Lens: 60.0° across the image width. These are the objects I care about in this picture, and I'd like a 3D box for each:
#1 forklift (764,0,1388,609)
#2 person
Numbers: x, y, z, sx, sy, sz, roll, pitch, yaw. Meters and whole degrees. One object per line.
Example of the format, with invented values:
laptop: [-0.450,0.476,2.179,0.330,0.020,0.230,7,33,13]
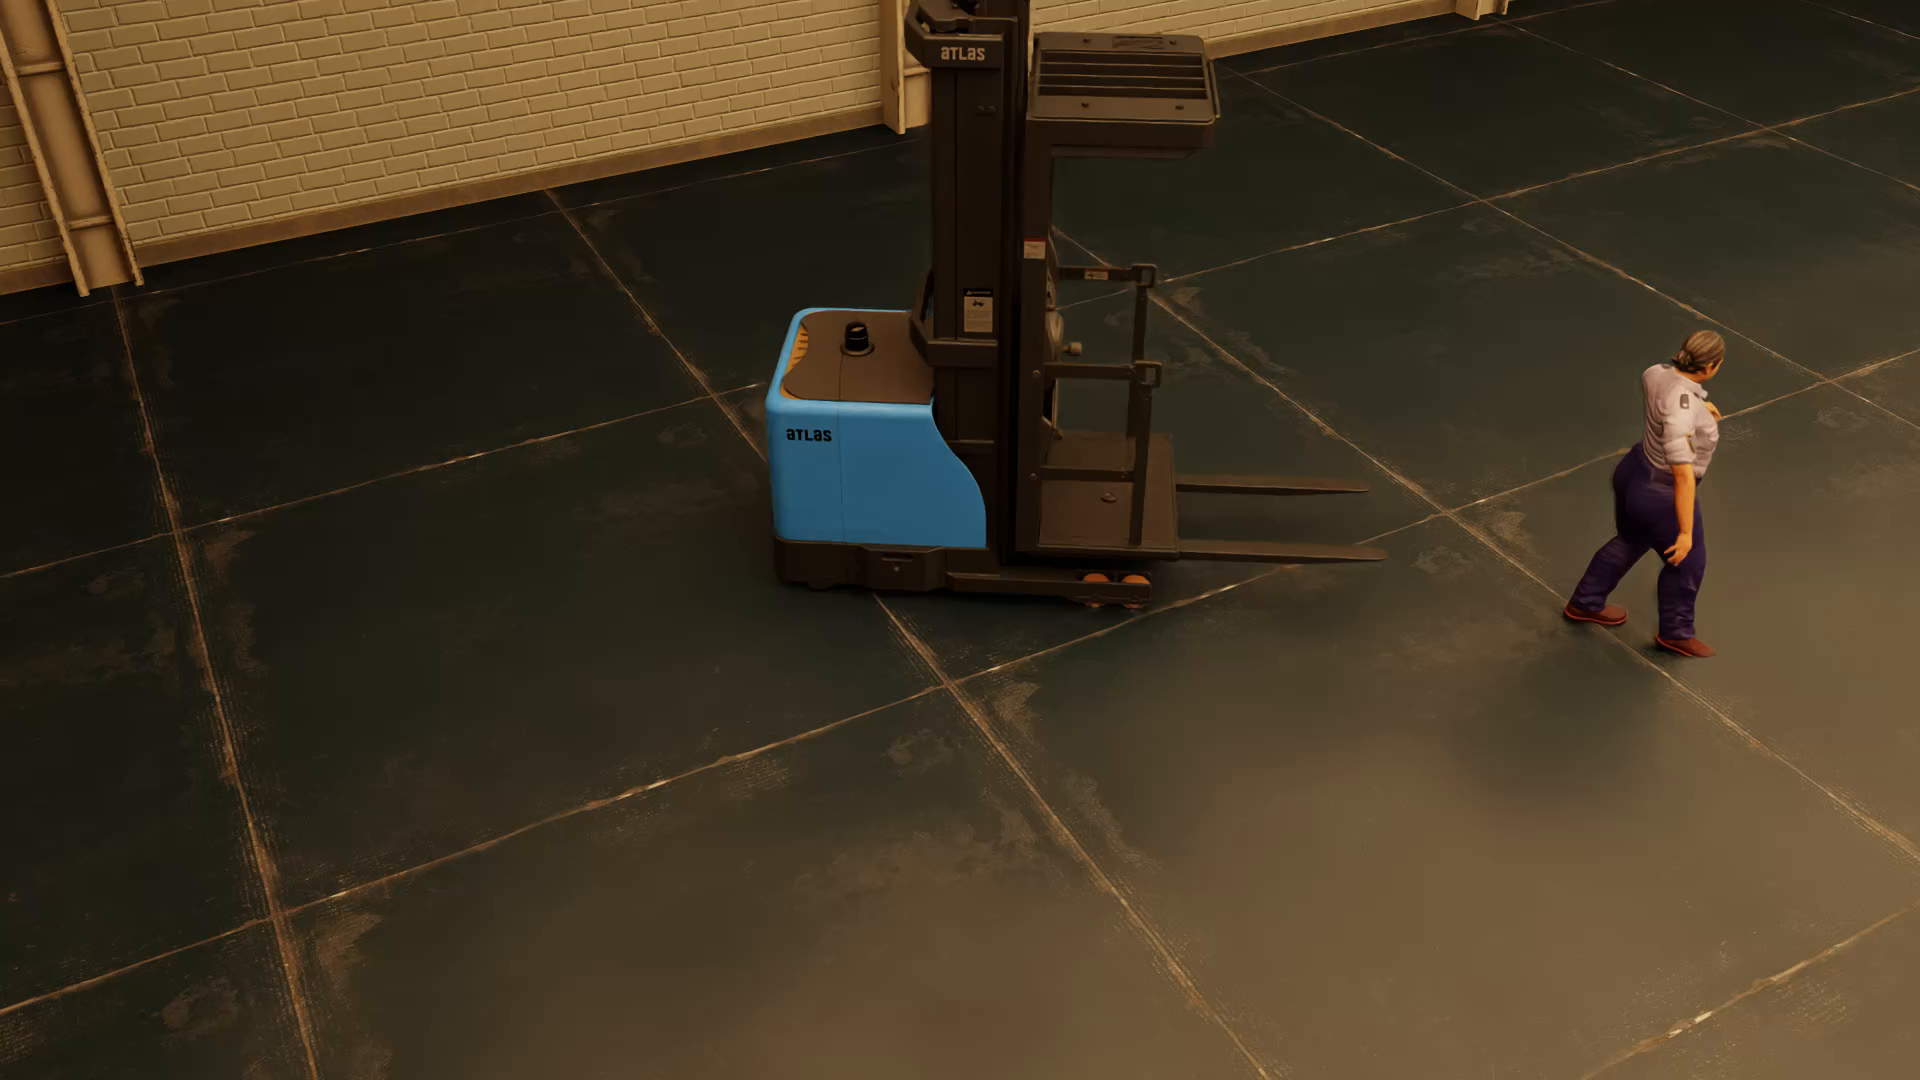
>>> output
forklift: [0.612,-1.178,7.789,3.031,2.935,1.130,2,35,3]
person: [3.277,-0.193,7.571,0.665,1.655,0.926,1,35,2]
